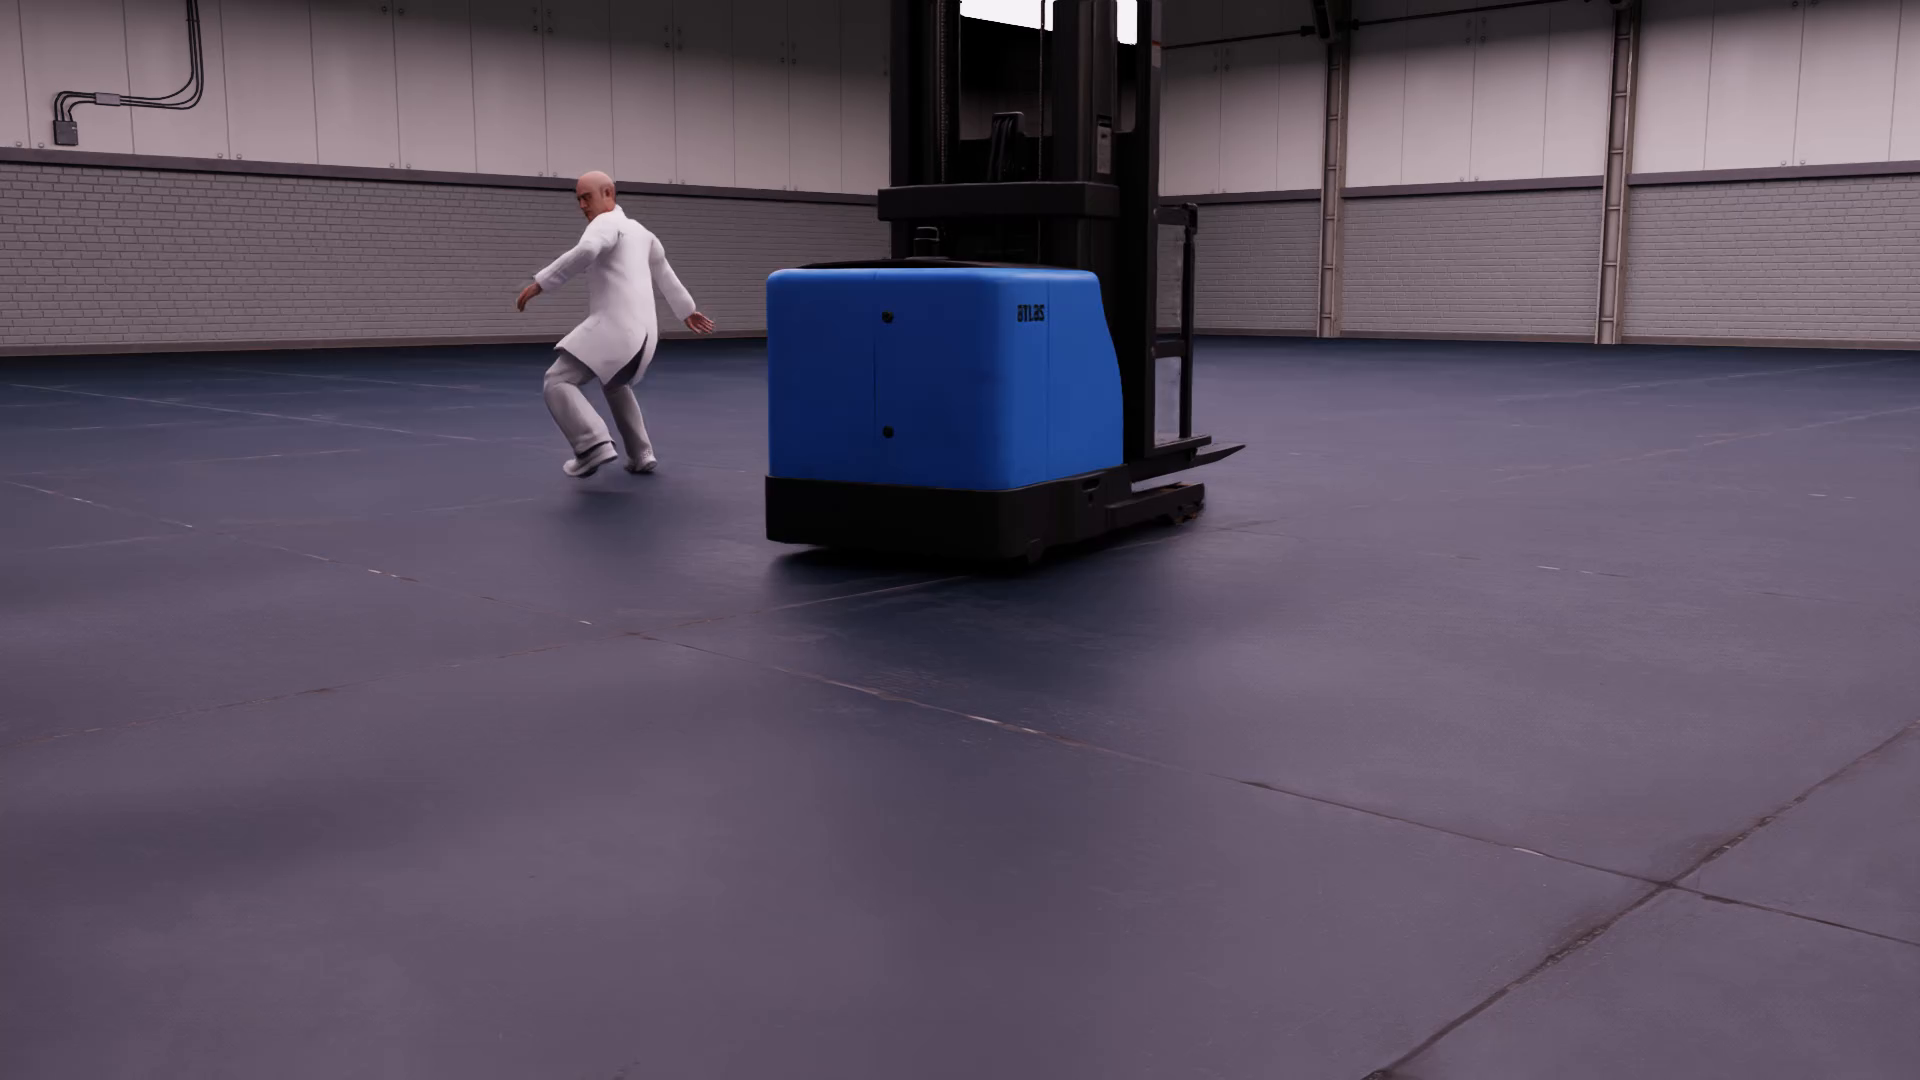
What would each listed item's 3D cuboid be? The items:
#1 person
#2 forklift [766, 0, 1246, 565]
[{"bbox_3d":[-1.787,-1.081,8.798,0.605,1.703,1.218,3,9,21],"label":"person"},{"bbox_3d":[0.424,-1.539,7.096,1.130,2.935,3.031,5,10,29],"label":"forklift"}]
